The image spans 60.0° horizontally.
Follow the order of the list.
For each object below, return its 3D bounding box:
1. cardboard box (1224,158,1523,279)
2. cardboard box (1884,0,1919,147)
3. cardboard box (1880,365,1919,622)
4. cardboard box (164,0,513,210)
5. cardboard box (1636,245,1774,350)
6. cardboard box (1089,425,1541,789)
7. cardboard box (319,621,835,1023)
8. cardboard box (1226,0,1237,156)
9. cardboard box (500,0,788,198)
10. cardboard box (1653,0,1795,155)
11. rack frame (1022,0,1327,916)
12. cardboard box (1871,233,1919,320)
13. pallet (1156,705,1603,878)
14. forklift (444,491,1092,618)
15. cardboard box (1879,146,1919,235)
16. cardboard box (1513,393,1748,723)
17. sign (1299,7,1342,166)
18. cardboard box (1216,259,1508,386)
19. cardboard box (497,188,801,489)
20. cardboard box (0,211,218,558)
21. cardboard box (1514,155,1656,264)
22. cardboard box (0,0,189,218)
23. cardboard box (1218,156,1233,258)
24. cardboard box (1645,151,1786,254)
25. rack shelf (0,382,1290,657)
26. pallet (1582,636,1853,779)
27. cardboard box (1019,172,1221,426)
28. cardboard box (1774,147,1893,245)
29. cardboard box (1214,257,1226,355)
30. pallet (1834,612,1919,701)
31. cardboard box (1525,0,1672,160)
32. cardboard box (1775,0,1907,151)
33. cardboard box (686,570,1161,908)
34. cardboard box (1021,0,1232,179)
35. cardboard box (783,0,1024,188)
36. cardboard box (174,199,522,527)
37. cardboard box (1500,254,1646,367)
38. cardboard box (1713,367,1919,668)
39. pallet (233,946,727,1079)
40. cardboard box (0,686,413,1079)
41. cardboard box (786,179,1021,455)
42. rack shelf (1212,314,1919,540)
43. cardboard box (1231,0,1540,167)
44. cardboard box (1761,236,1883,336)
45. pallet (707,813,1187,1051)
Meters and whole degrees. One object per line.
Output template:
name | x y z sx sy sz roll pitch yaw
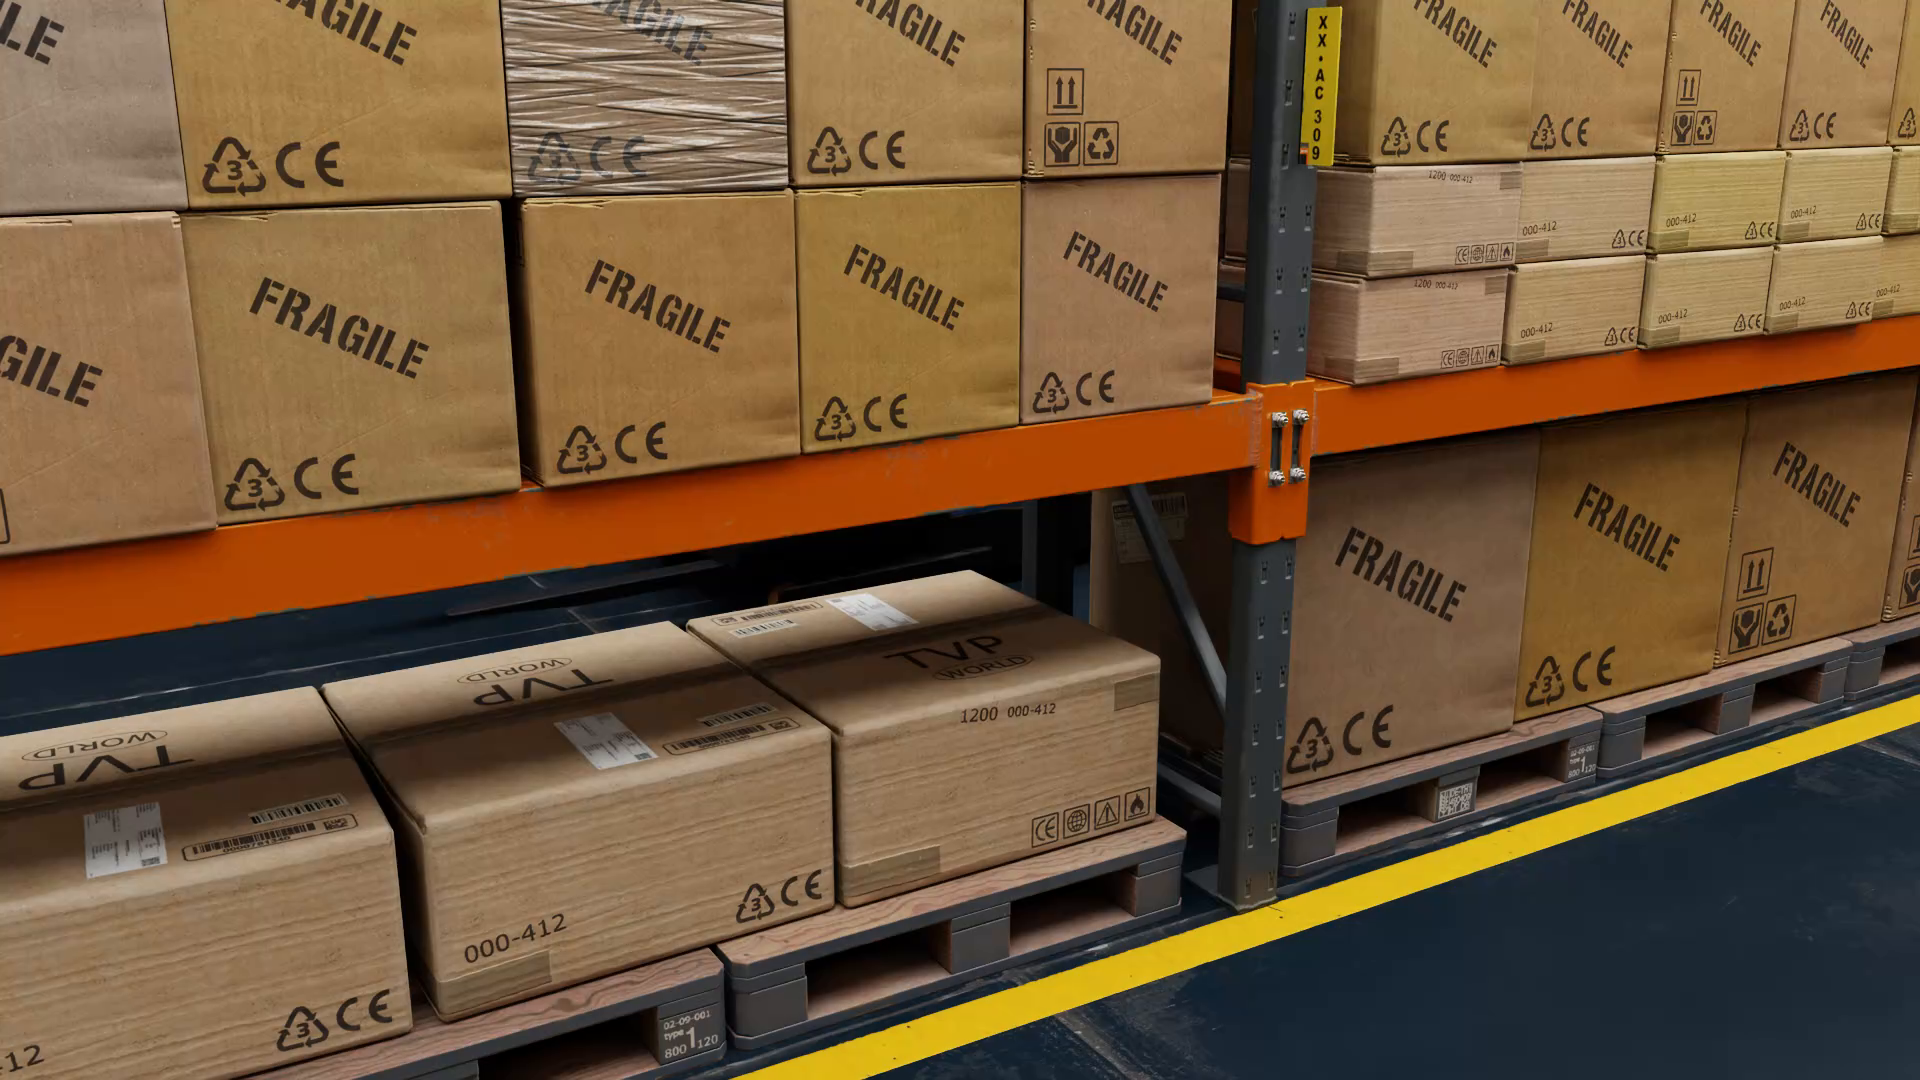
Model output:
cardboard box | 1.006 -0.806 4.080 0.500 0.250 0.500 -10 18 -31
cardboard box | 2.739 -1.454 5.003 0.500 0.500 0.500 -9 18 -30
cardboard box | 3.278 -0.300 6.081 0.875 0.875 0.875 -9 18 -30
cardboard box | -1.083 -0.832 2.784 0.500 0.500 0.500 -9 18 -29
cardboard box | 1.887 -0.709 4.661 0.500 0.250 0.500 -9 18 -30
cardboard box | 0.974 0.074 4.745 0.875 0.875 0.875 -9 18 -28
cardboard box | -0.877 0.577 3.764 0.875 0.438 0.875 -10 18 -31
cardboard box | 0.737 -1.292 4.422 0.500 0.500 0.500 -9 18 -28
cardboard box | -0.649 -0.900 3.026 0.500 0.500 0.500 -9 18 -29
cardboard box | 1.862 -1.312 4.496 0.500 0.500 0.500 -10 18 -31
rack frame | 0.484 -0.642 4.142 0.127 3.000 1.000 -9 18 -30
cardboard box | 2.743 -0.854 5.178 0.500 0.250 0.500 -9 18 -30
pallet | 1.106 0.576 4.963 1.213 0.211 1.003 -9 18 -30
forklift | -0.699 -1.248 6.430 3.031 2.935 1.130 -11 19 -34
cardboard box | 2.762 -1.092 5.100 0.500 0.250 0.500 -10 18 -31
cardboard box | 1.744 -0.053 5.200 0.875 0.875 0.875 -9 18 -28
sign | 0.771 -0.969 3.557 0.005 0.325 0.100 -9 18 -30
cardboard box | 0.997 -0.570 4.162 0.500 0.250 0.500 -10 18 -31
cardboard box | -0.644 -0.420 3.166 0.500 0.500 0.500 -10 18 -31
cardboard box | -1.521 -0.277 2.657 0.500 0.500 0.500 -9 18 -30
cardboard box | 1.439 -0.885 4.362 0.500 0.250 0.500 -9 18 -29
cardboard box | -1.510 -0.763 2.536 0.500 0.500 0.500 -9 18 -30
cardboard box | 0.737 -0.928 4.514 0.500 0.250 0.500 -9 18 -30
cardboard box | 1.885 -0.949 4.590 0.500 0.250 0.500 -9 18 -29
rack shelf | -1.231 -0.017 3.247 4.000 0.370 1.077 -9 18 -30
pallet | 2.153 0.406 5.572 1.213 0.211 1.003 -9 18 -30
cardboard box | 0.218 -0.566 3.687 0.500 0.500 0.500 -9 18 -29
cardboard box | 2.317 -1.020 4.842 0.500 0.250 0.500 -10 18 -31
cardboard box | 0.738 -0.690 4.593 0.500 0.250 0.500 -10 18 -31
pallet | 3.198 0.237 6.173 1.213 0.211 1.003 -9 18 -30
cardboard box | 1.431 -1.243 4.249 0.500 0.500 0.500 -9 18 -30
cardboard box | 2.302 -1.386 4.758 0.500 0.500 0.500 -10 18 -31
cardboard box | -0.110 0.452 4.208 0.875 0.438 0.875 -10 18 -31
cardboard box | 0.222 -1.042 3.531 0.500 0.500 0.500 -9 18 -30
cardboard box | -0.218 -0.973 3.287 0.500 0.500 0.500 -10 18 -31
cardboard box | -1.100 -0.351 2.919 0.500 0.500 0.500 -9 18 -28
cardboard box | 1.440 -0.642 4.420 0.500 0.250 0.500 -10 18 -31
cardboard box | 2.511 -0.177 5.643 0.875 0.875 0.875 -9 18 -29
pallet | -1.255 0.959 3.597 1.213 0.211 1.003 -9 18 -30
cardboard box | -1.651 0.702 3.318 0.875 0.438 0.875 -9 18 -28
cardboard box | -0.220 -0.493 3.428 0.500 0.500 0.500 -10 18 -31
rack shelf | 2.198 -0.573 5.231 4.000 0.370 1.077 -9 18 -30
cardboard box | 1.009 -1.166 3.974 0.500 0.500 0.500 -9 18 -29
cardboard box | 2.321 -0.777 4.901 0.500 0.250 0.500 -10 18 -31
pallet | -0.208 0.789 4.206 1.213 0.211 1.003 -9 18 -30
